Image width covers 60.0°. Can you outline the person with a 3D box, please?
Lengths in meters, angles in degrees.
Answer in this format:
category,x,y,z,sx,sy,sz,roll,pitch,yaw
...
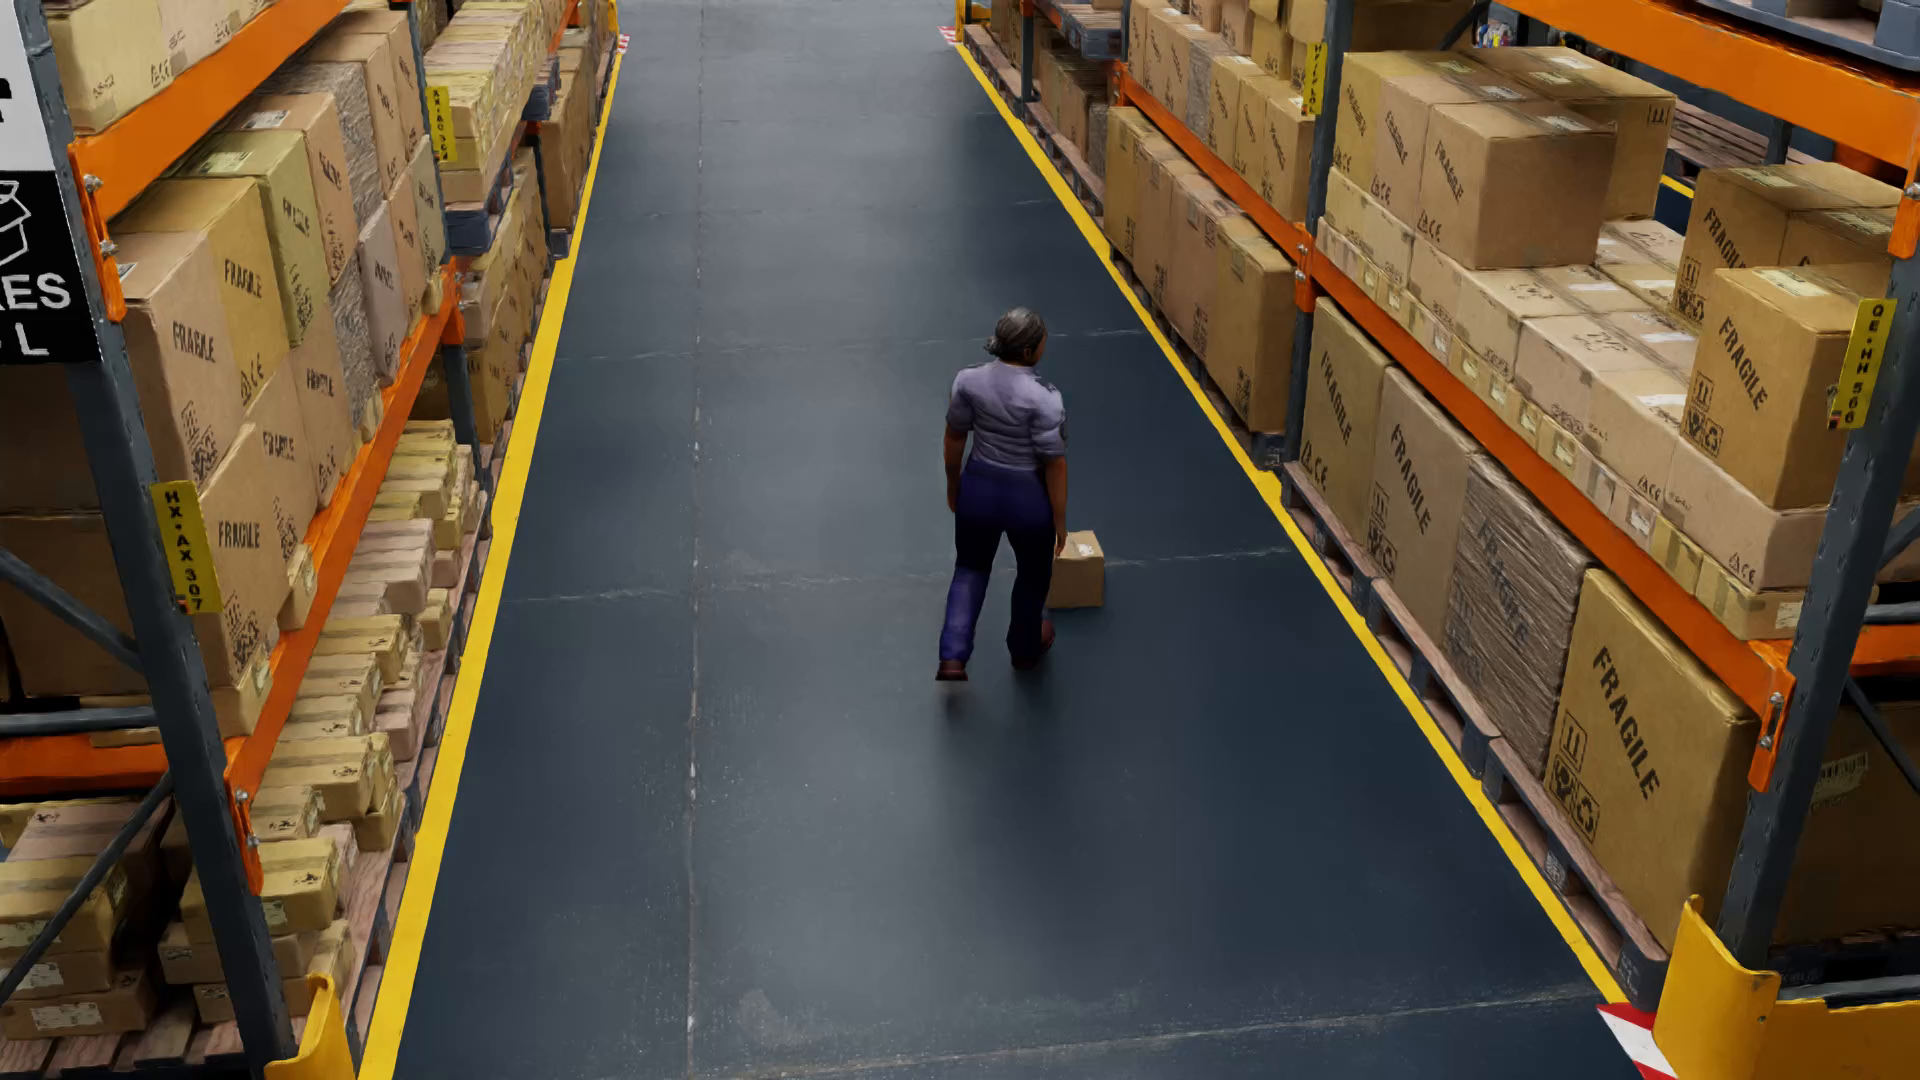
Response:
category,x,y,z,sx,sy,sz,roll,pitch,yaw
person,0.185,-0.164,6.452,0.535,1.623,0.738,10,29,19
